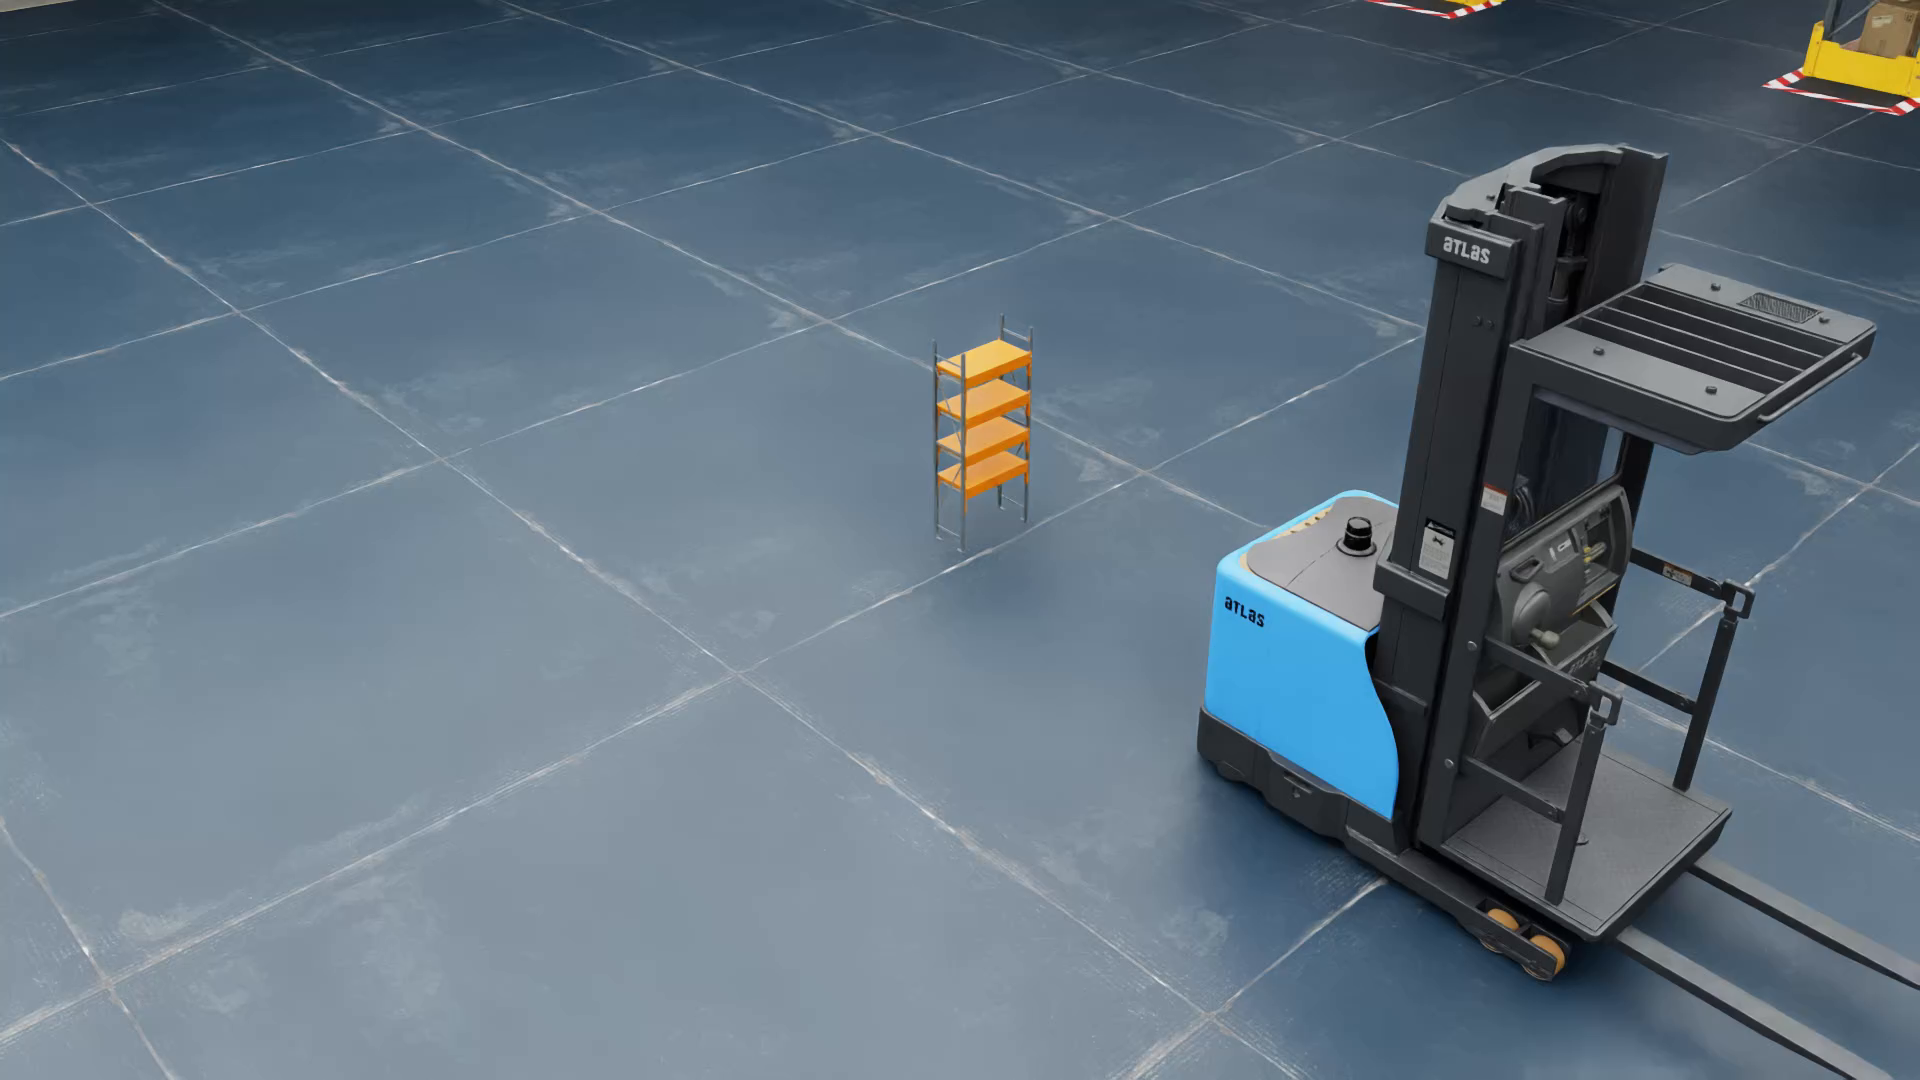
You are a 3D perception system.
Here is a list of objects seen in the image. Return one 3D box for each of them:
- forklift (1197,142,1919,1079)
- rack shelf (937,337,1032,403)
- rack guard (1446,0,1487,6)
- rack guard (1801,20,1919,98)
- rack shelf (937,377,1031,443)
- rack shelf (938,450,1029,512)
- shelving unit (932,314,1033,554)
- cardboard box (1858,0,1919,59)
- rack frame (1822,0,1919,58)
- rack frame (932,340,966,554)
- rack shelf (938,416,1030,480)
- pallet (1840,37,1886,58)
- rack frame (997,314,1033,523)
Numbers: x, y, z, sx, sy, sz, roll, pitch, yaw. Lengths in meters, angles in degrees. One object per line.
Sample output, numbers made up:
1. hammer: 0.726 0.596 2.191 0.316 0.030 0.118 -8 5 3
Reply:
1. forklift: 2.439 0.153 6.191 1.130 2.935 3.031 -25 40 -35
2. rack shelf: 0.121 -0.906 8.828 0.480 0.148 0.258 -26 40 -35
3. rack guard: 5.737 -6.742 19.797 0.348 0.500 1.175 -26 40 -35
4. rack guard: 9.136 -4.829 16.669 0.348 0.500 1.175 -26 40 -35
5. rack shelf: 0.121 -0.704 8.951 0.480 0.148 0.258 -26 40 -35
6. rack shelf: 0.121 -0.344 9.172 0.480 0.148 0.258 -26 40 -35
7. shelving unit: 0.121 -0.571 9.033 0.503 1.200 0.258 -26 40 -35
8. cardboard box: 9.550 -5.197 16.867 0.500 0.500 0.500 -18 36 -27
9. rack frame: 9.080 -5.869 15.972 0.127 3.000 1.000 -26 40 -35
10. rack frame: -0.058 -0.484 8.891 0.015 1.200 0.240 -26 40 -35
11. rack shelf: 0.121 -0.513 9.068 0.480 0.148 0.258 -26 40 -35
12. pallet: 9.756 -4.981 17.193 1.213 0.211 1.003 -26 40 -35
13. rack frame: 0.300 -0.657 9.175 0.015 1.200 0.240 -26 40 -35
